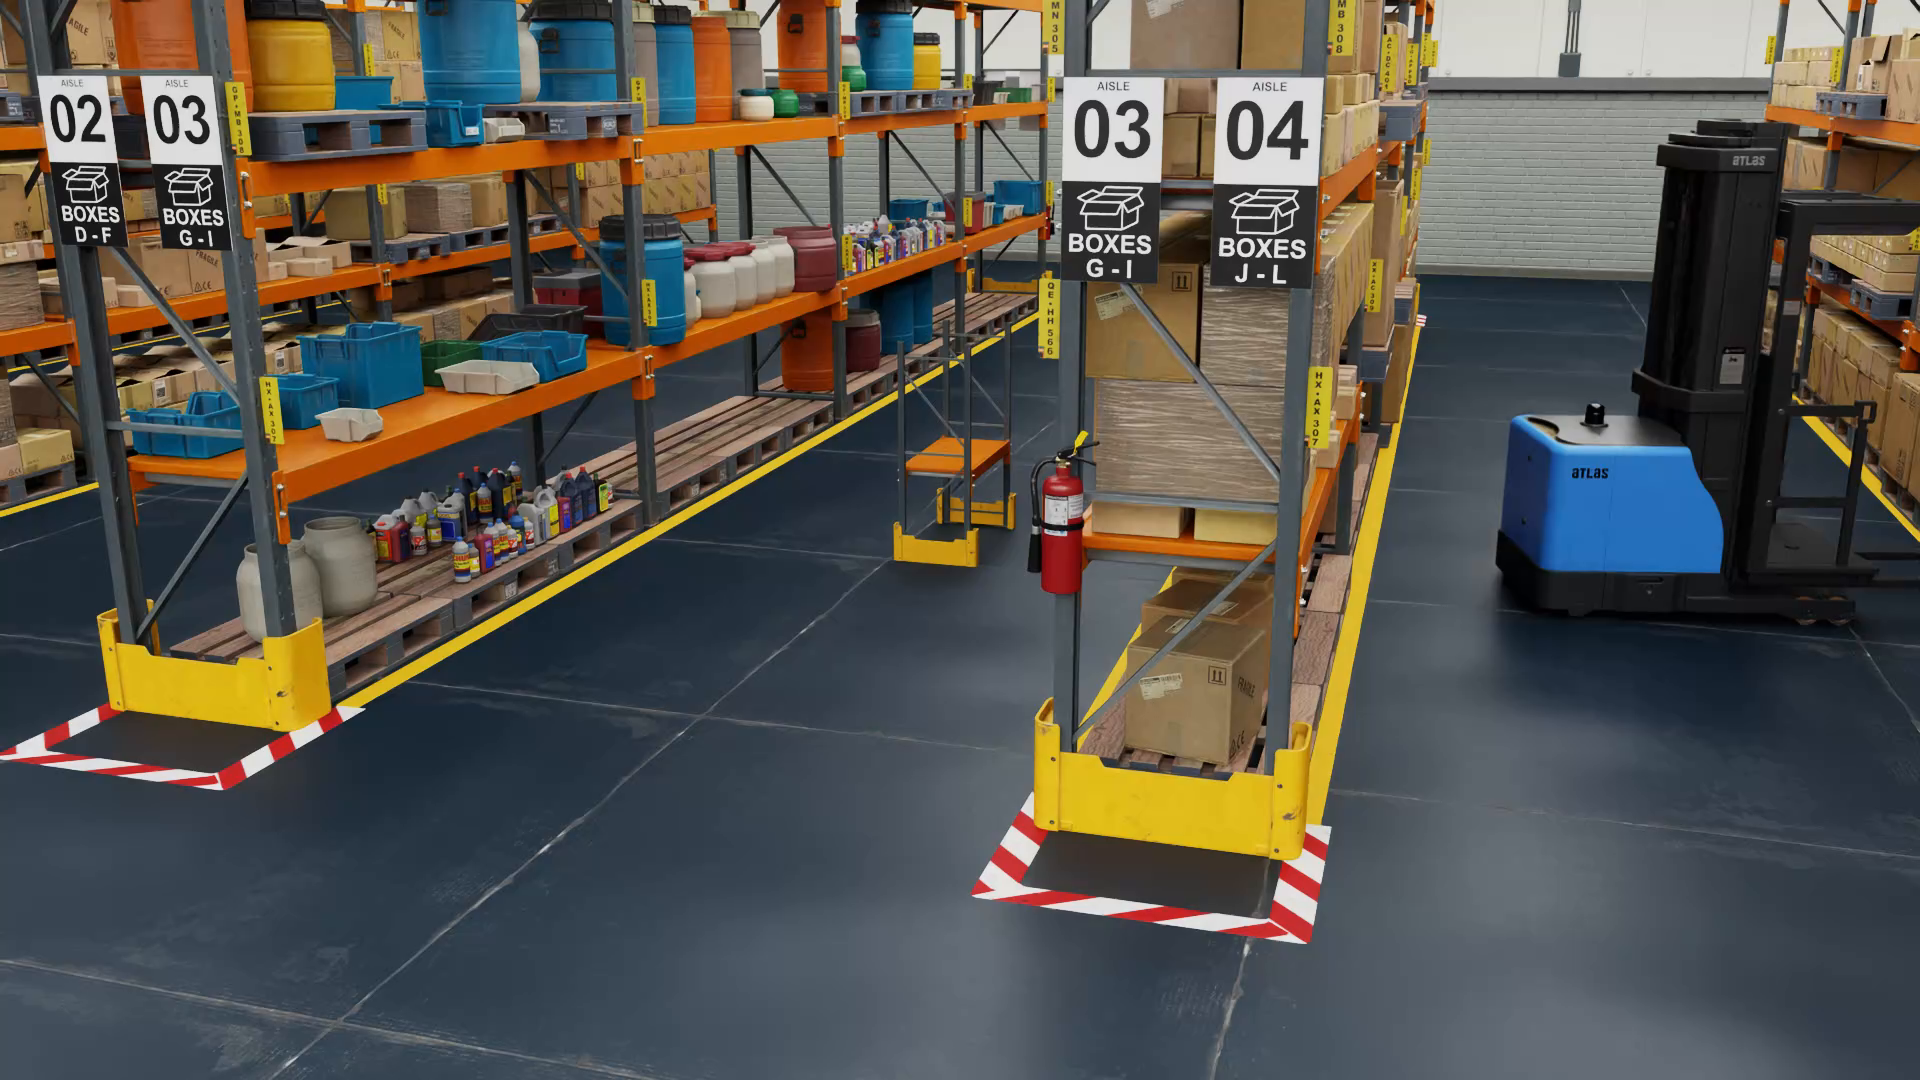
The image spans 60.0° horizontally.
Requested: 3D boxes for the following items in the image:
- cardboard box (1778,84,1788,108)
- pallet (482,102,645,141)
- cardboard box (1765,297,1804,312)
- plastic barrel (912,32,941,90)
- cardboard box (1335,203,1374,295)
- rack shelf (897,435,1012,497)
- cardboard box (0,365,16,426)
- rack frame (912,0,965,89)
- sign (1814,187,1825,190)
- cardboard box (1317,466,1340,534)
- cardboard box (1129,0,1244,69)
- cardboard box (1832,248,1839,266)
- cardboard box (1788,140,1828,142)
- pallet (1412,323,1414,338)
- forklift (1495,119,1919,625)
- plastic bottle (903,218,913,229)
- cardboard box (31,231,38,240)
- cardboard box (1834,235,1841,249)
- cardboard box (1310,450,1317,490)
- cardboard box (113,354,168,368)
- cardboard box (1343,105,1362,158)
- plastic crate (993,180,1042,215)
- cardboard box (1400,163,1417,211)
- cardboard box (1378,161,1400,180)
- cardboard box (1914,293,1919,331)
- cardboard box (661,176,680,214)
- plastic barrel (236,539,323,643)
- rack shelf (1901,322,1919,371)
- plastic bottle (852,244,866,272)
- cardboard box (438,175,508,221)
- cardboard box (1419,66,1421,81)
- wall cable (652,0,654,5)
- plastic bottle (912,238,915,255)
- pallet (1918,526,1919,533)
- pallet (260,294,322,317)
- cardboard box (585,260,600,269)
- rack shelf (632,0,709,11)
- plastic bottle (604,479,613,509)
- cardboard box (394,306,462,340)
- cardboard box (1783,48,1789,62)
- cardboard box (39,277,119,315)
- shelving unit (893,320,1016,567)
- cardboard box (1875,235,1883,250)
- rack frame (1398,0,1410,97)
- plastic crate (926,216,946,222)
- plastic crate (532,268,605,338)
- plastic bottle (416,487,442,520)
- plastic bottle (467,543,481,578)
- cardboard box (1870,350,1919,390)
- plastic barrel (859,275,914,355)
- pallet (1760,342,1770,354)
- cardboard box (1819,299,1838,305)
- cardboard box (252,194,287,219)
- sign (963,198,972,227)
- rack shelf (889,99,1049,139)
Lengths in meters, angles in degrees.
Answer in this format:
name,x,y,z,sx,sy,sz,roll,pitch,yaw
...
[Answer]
name,x,y,z,sx,sy,sz,roll,pitch,yaw
cardboard box,9.647,-5.062,18.958,0.500,0.250,0.500,5,17,18
pallet,-2.824,-2.738,10.835,1.213,0.211,1.003,5,16,16
cardboard box,9.550,-2.724,19.300,0.380,0.149,0.250,4,16,13
plastic barrel,-0.504,-5.156,17.900,0.600,0.588,0.600,0,16,0
cardboard box,2.172,-1.731,9.875,0.500,0.500,0.500,5,16,16
rack shelf,-0.024,-0.526,11.595,0.538,0.185,1.000,5,16,16
cardboard box,-7.892,-1.110,13.141,0.500,0.500,0.500,5,16,16
rack frame,-0.439,-6.561,18.471,1.000,3.000,0.127,5,16,16
sign,8.514,-3.337,16.509,0.100,0.325,0.005,5,16,16
cardboard box,2.231,-0.366,11.398,0.700,0.500,0.500,3,16,12
cardboard box,1.097,-2.451,7.834,0.500,0.500,0.500,5,16,16
cardboard box,8.118,-2.552,15.019,0.380,0.149,0.250,4,16,15
cardboard box,9.485,-4.235,18.702,0.500,0.500,0.500,4,16,15
pallet,4.946,-2.463,20.125,1.003,0.211,1.213,5,16,16
forklift,5.037,-1.048,10.151,3.031,2.935,1.130,1,16,2
plastic bottle,-0.577,-3.348,18.228,0.144,0.351,0.185,5,16,16
cardboard box,-10.679,-3.419,18.810,0.380,0.149,0.250,5,17,17
cardboard box,8.115,-2.693,14.973,0.380,0.149,0.250,4,16,15
cardboard box,1.513,-0.347,8.015,0.380,0.149,0.250,5,16,16
cardboard box,-7.334,-1.511,14.903,0.500,0.311,0.500,5,16,16
cardboard box,1.713,-2.030,8.266,0.500,0.250,0.500,5,17,18
plastic crate,0.782,-4.665,22.606,0.616,0.435,0.499,5,16,16
cardboard box,4.838,-3.956,18.637,0.500,0.500,0.500,5,16,16
cardboard box,4.136,-3.654,17.193,0.797,0.503,0.637,4,16,14
cardboard box,7.513,-1.785,12.443,0.500,0.500,0.500,5,17,16
cardboard box,-4.208,-4.750,22.897,0.500,0.500,0.500,5,17,16
plastic barrel,-3.735,0.281,9.131,0.421,0.512,0.421,0,16,0
rack shelf,7.331,-0.964,11.050,1.077,0.370,4.000,5,16,16
plastic bottle,-1.011,-2.778,16.354,0.152,0.276,0.135,5,16,16
cardboard box,-5.671,-4.019,19.549,0.700,0.500,0.500,7,17,25
cardboard box,5.350,-5.939,20.637,0.700,0.500,0.500,4,16,13
wall cable,-4.257,-10.554,28.983,3.097,2.526,0.112,5,16,16
plastic bottle,-0.533,-3.156,17.824,0.097,0.201,0.097,0,16,0
pallet,7.255,0.027,11.349,1.003,0.211,1.213,5,16,16
pallet,-9.646,-3.295,23.058,1.003,0.211,1.213,5,16,16
cardboard box,-4.658,-3.563,22.662,0.797,0.503,0.637,5,16,16
rack shelf,-4.619,-7.122,21.772,1.077,0.370,4.000,5,16,16
plastic bottle,-2.517,-0.328,11.812,0.097,0.201,0.097,0,16,0
cardboard box,-5.777,-2.257,18.065,0.500,0.500,0.500,4,16,14
cardboard box,9.626,-5.532,18.967,0.380,0.149,0.250,5,16,16
cardboard box,-7.362,-2.027,13.755,0.500,0.250,0.500,6,17,19
shelving unit,-0.022,-0.702,11.554,0.587,1.500,1.083,5,16,16
cardboard box,7.673,-2.430,13.501,0.380,0.149,0.250,4,16,15
rack frame,3.173,-5.131,13.427,1.000,3.000,0.127,5,16,16
plastic crate,-0.378,-3.885,20.425,0.437,0.125,0.590,5,16,16
plastic crate,-2.868,-1.763,12.432,0.402,0.464,0.583,5,16,16
plastic bottle,-3.514,-0.180,11.014,0.144,0.351,0.185,4,16,15
plastic bottle,-3.006,0.122,10.225,0.097,0.201,0.097,0,16,0
cardboard box,7.843,-1.393,13.680,0.500,0.250,0.500,4,16,15
plastic barrel,-0.811,-2.541,18.368,0.600,0.901,0.708,5,16,16
pallet,9.538,-2.037,18.625,1.003,0.211,1.213,5,16,16
cardboard box,10.053,-2.683,19.157,0.380,0.149,0.250,4,16,14
cardboard box,-9.768,-4.728,22.453,0.980,0.700,0.700,5,17,17
sign,0.088,-3.765,19.099,0.100,0.325,0.005,5,16,16
rack shelf,0.129,-5.295,20.823,1.077,0.370,4.000,5,16,16
